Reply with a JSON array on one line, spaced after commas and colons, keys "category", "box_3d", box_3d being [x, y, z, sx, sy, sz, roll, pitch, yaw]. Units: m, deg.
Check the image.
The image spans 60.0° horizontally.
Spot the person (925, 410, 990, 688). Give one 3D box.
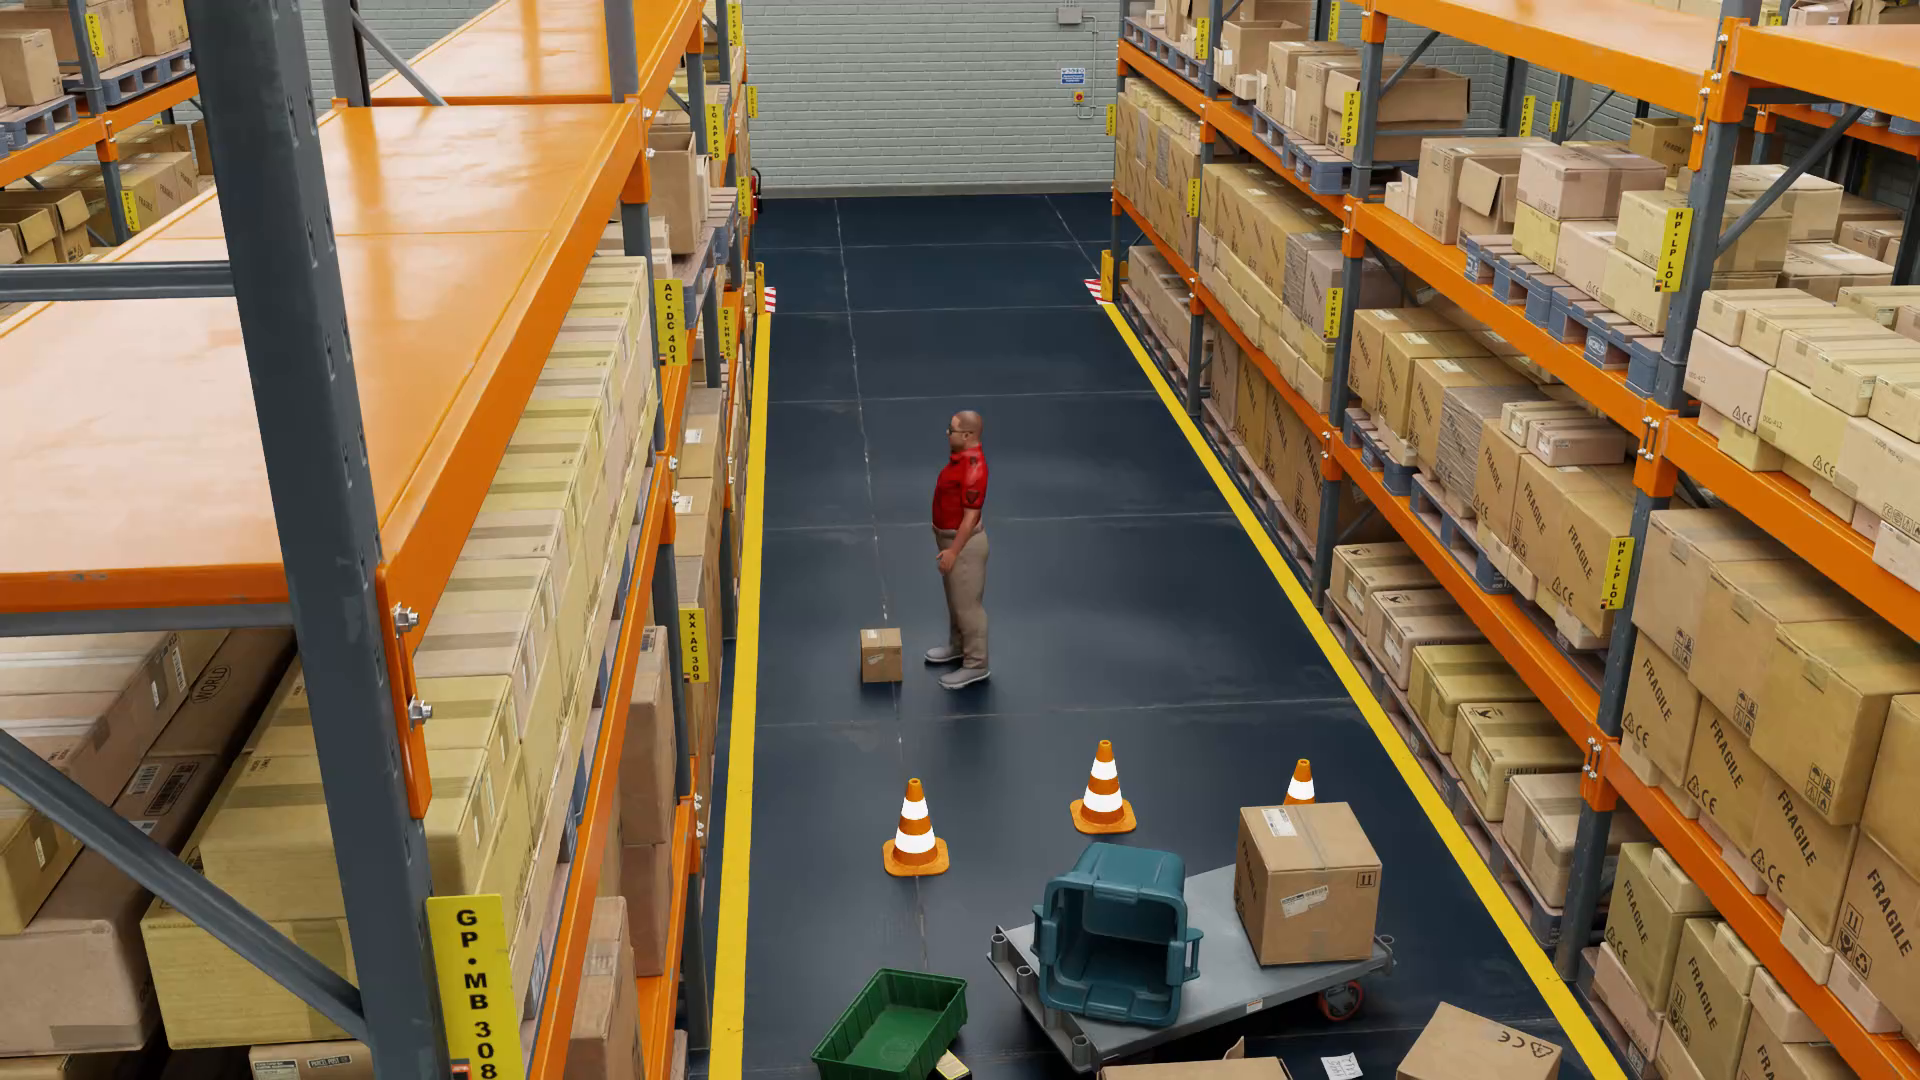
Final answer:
[{"category": "person", "box_3d": [-0.020, 0.030, 10.270, 0.393, 1.737, 0.534, -2, 24, -4]}]
